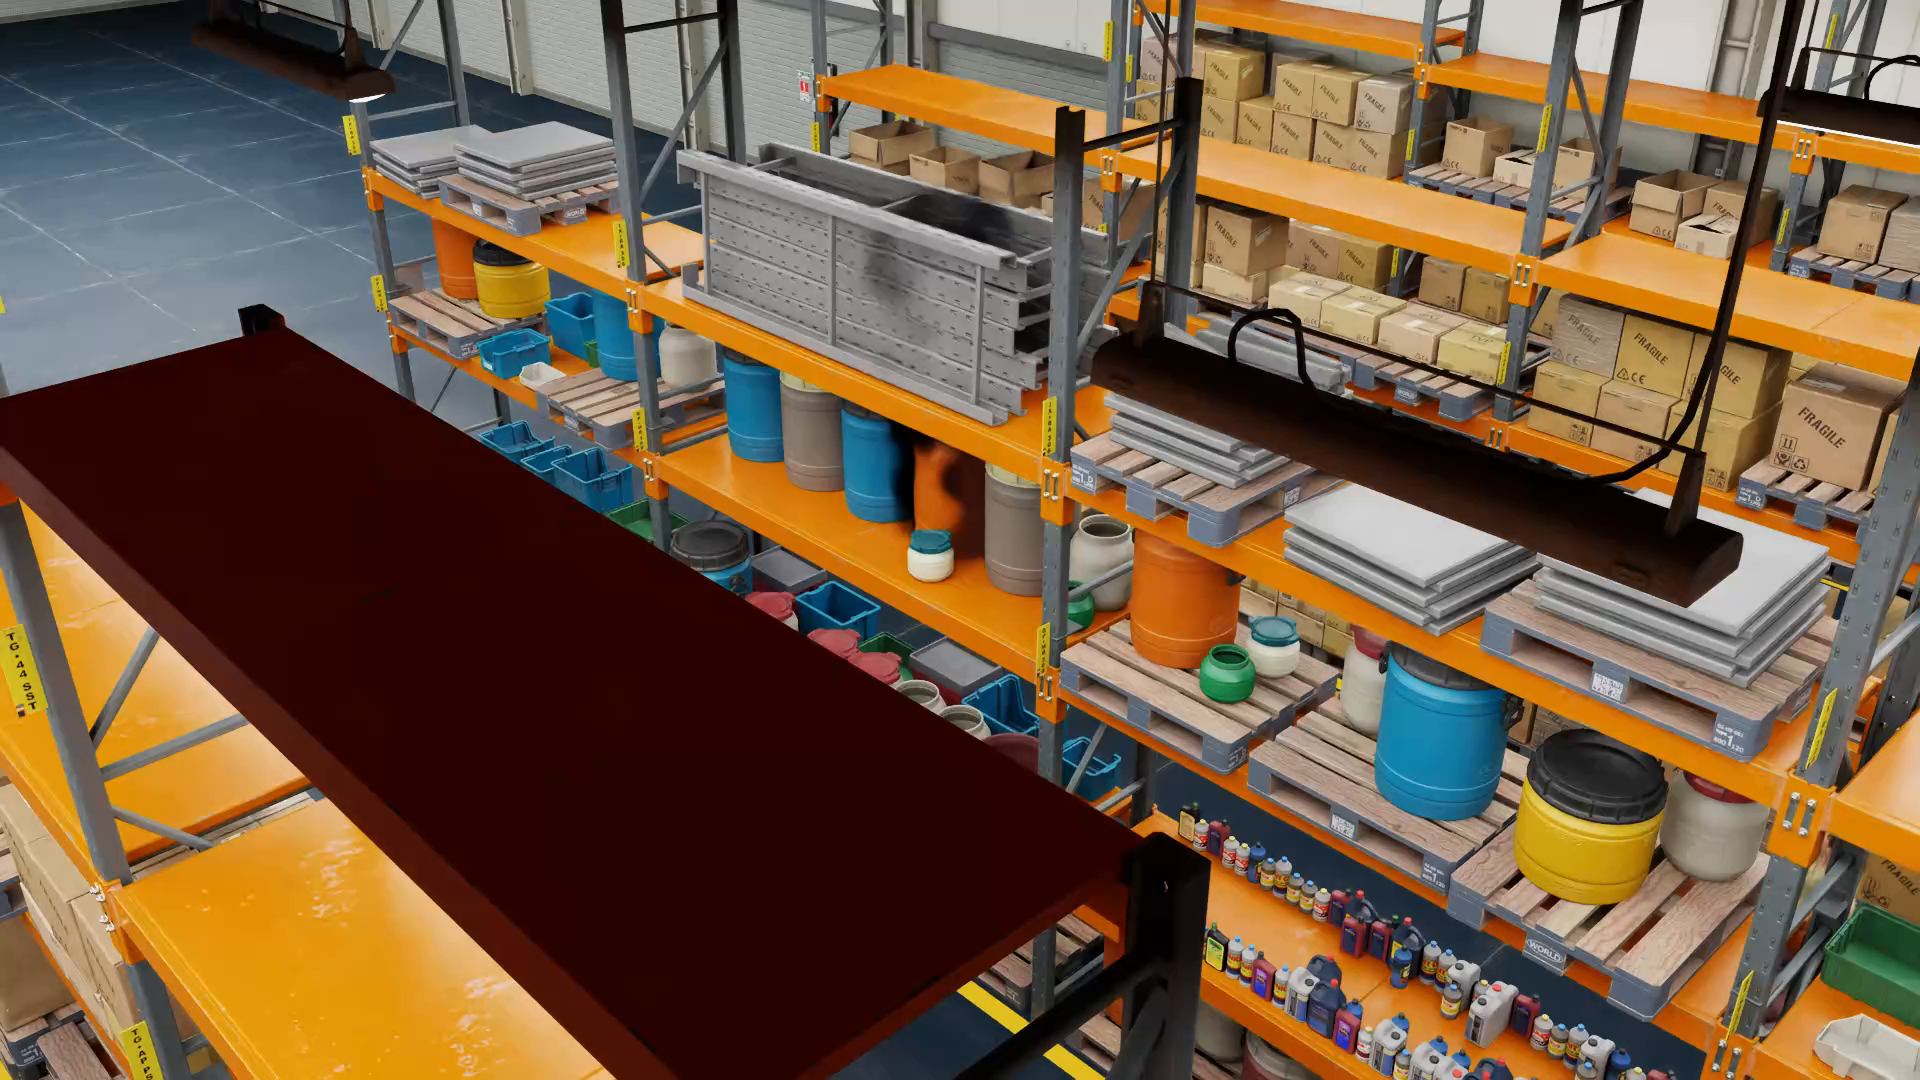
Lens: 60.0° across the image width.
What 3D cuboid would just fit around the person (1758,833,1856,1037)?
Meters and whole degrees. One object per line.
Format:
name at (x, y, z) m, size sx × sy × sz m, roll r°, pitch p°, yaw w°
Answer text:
person at (5.367, 2.498, 10.473) m, size 0.698 × 1.719 × 0.592 m, roll 24°, pitch 36°, yaw 37°
